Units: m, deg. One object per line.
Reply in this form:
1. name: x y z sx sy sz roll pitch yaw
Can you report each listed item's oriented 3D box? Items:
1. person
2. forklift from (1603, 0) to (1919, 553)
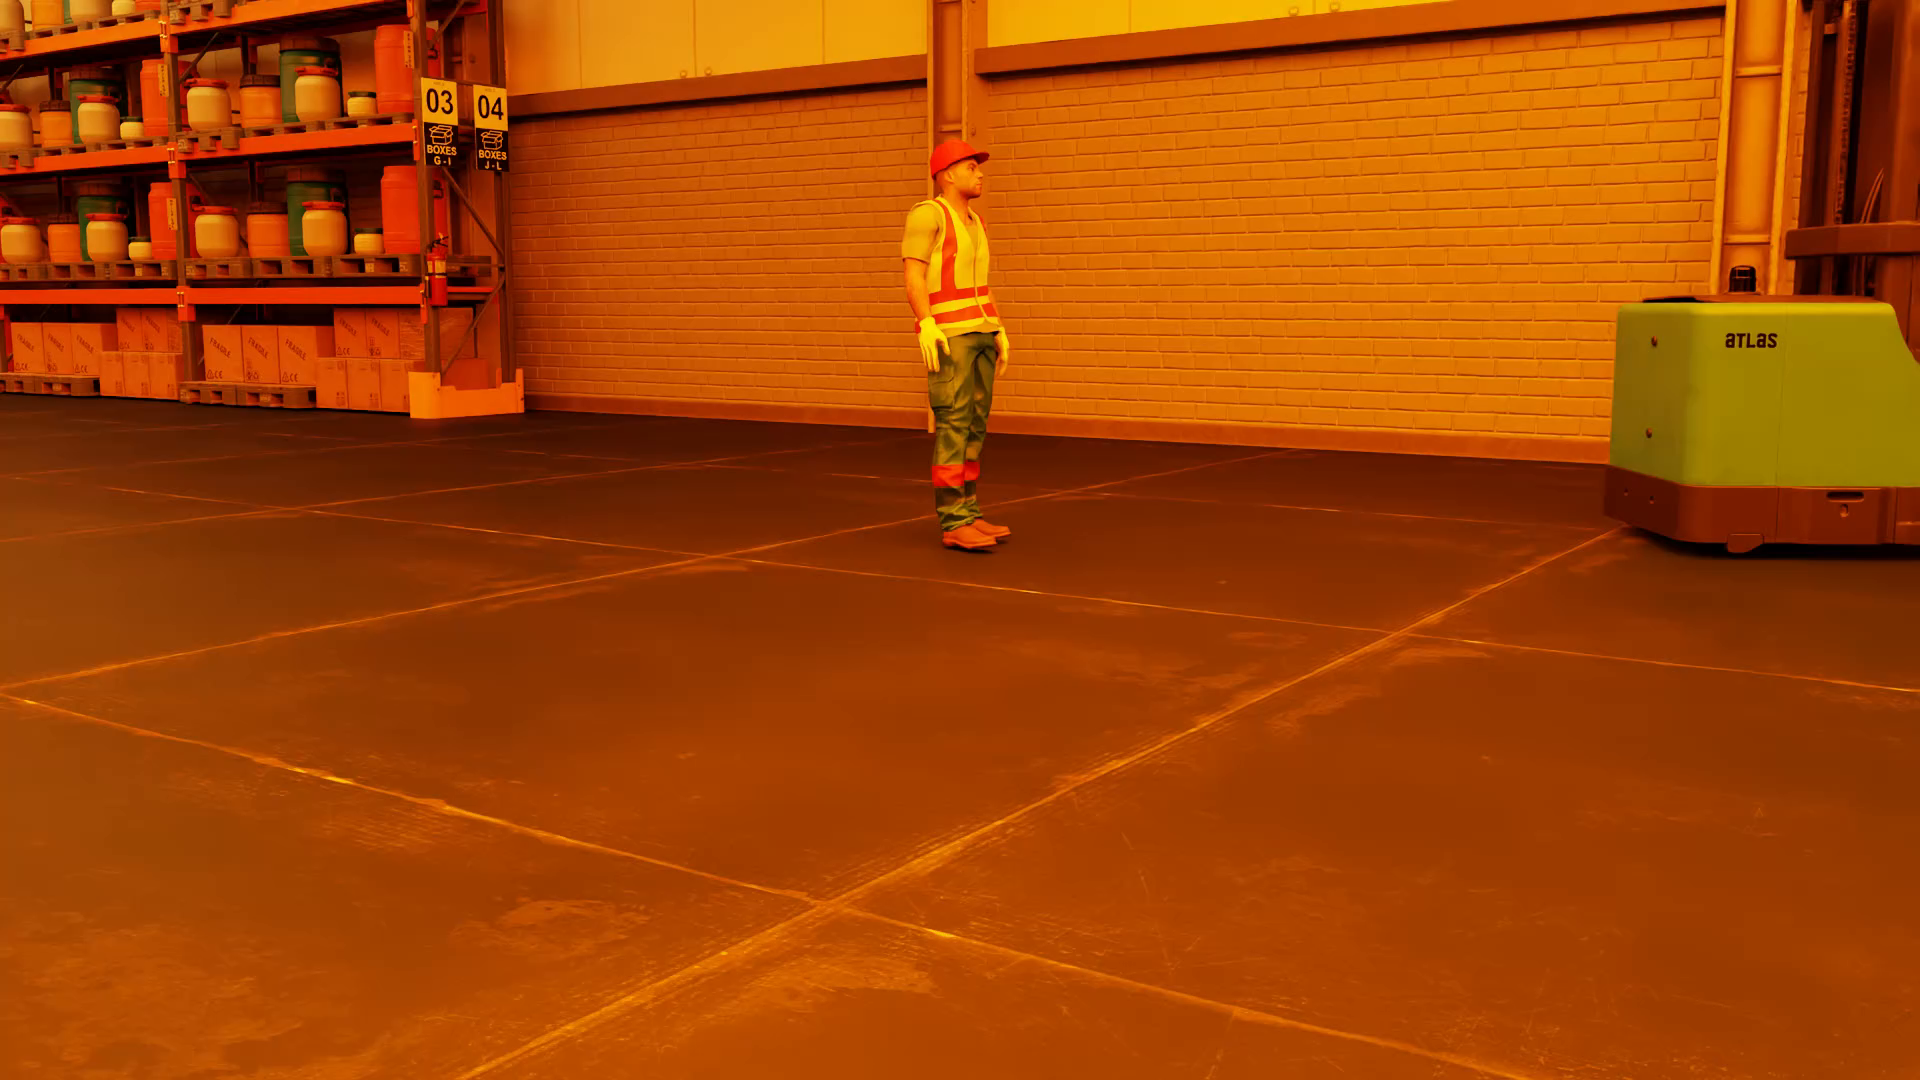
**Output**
1. person: 0.060 -0.885 7.422 0.562 1.790 0.637 5 10 34
2. forklift: 4.576 -1.435 7.281 3.031 2.935 1.130 0 8 2
